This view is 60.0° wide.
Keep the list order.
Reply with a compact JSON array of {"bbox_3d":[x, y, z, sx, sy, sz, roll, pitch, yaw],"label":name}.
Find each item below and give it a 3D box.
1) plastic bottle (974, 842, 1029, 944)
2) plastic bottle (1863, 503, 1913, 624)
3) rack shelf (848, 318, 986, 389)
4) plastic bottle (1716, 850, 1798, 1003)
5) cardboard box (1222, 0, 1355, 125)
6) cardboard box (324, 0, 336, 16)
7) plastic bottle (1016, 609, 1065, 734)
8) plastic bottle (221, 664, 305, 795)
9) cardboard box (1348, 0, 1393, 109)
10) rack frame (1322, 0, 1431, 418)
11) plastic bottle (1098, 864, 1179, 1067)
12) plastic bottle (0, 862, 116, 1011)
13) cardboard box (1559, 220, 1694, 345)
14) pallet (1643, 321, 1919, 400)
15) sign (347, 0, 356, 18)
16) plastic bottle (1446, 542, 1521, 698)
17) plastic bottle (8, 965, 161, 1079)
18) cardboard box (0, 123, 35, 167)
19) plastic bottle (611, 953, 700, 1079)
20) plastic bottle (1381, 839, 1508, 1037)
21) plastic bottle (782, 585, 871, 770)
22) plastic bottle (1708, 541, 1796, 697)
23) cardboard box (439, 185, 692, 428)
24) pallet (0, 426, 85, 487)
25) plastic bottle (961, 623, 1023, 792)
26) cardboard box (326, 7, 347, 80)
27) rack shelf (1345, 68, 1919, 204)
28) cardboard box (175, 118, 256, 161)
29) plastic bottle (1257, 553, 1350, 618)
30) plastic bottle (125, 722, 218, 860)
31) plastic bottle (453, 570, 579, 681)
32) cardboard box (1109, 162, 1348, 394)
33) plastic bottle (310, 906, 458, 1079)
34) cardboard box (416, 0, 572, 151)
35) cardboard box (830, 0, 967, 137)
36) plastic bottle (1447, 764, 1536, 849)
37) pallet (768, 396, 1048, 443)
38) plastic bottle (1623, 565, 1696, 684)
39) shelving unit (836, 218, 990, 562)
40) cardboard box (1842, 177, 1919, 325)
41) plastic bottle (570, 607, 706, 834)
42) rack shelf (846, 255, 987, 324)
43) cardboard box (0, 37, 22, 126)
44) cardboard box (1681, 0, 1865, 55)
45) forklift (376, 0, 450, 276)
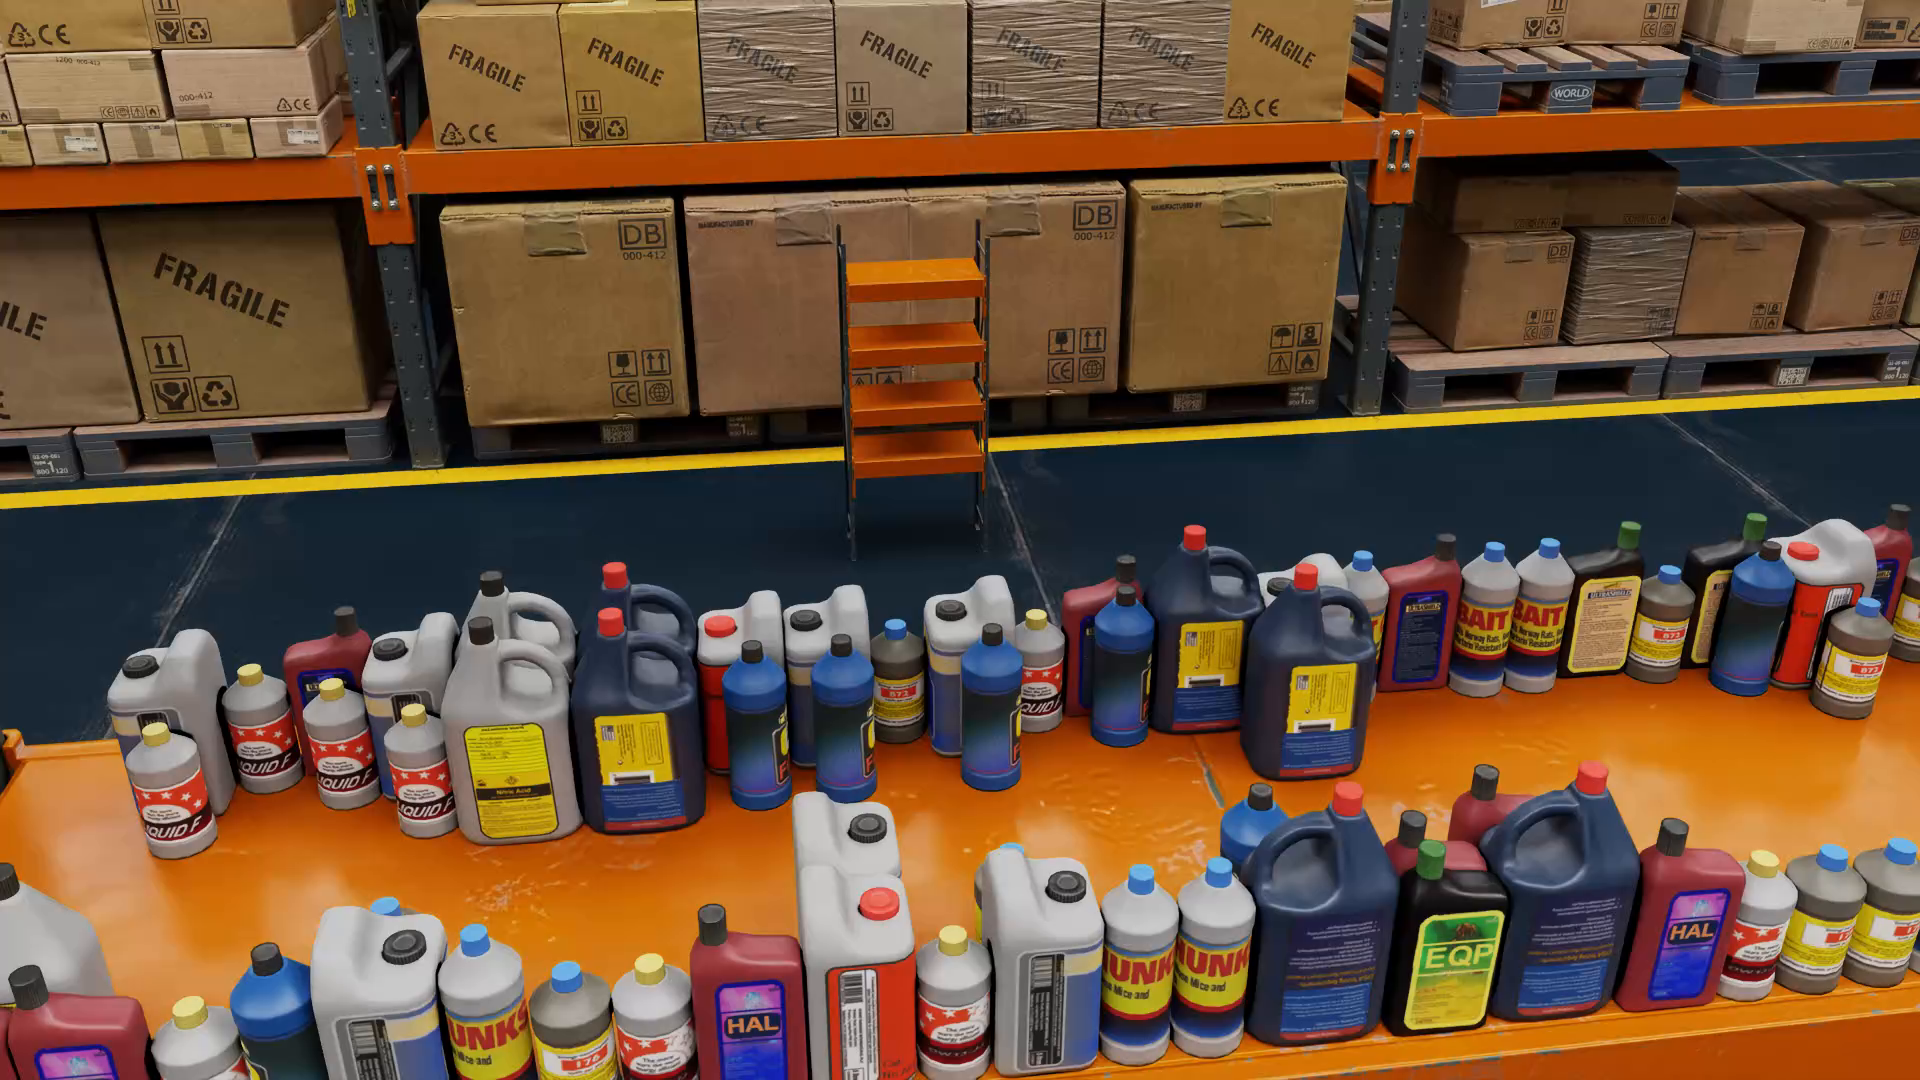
[{"bbox_3d":[0.067,0.495,2.217,0.097,0.201,0.097,0,27,0],"label":"plastic bottle"},{"bbox_3d":[1.600,0.072,2.952,0.133,0.283,0.061,-4,27,-7],"label":"plastic bottle"},{"bbox_3d":[-0.164,-0.662,5.884,0.480,0.148,0.258,-4,27,-7],"label":"rack shelf"},{"bbox_3d":[1.044,0.502,2.203,0.097,0.201,0.097,0,27,0],"label":"plastic bottle"},{"bbox_3d":[1.261,-2.002,6.756,0.500,0.500,0.500,-3,27,-6],"label":"cardboard box"},{"bbox_3d":[-2.755,-2.331,6.524,0.500,0.500,0.500,-4,27,-7],"label":"cardboard box"},{"bbox_3d":[0.125,0.211,2.770,0.097,0.201,0.097,0,27,0],"label":"plastic bottle"},{"bbox_3d":[-1.099,0.290,2.617,0.097,0.201,0.097,0,27,0],"label":"plastic bottle"},{"bbox_3d":[2.605,-3.591,11.966,0.750,0.750,1.050,-3,27,-6],"label":"cardboard box"},{"bbox_3d":[1.716,-2.101,7.059,0.127,3.000,1.000,-4,27,-7],"label":"rack frame"},{"bbox_3d":[0.221,0.524,2.084,0.097,0.271,0.097,0,27,0],"label":"plastic bottle"},{"bbox_3d":[-1.122,0.536,1.973,0.185,0.351,0.144,-4,27,-7],"label":"plastic bottle"},{"bbox_3d":[2.924,-1.277,7.710,0.500,0.500,0.700,-6,28,-11],"label":"cardboard box"},{"bbox_3d":[3.695,-0.985,7.939,1.213,0.211,1.003,-4,27,-7],"label":"pallet"},{"bbox_3d":[-2.167,-2.016,5.858,0.005,0.325,0.100,-4,27,-7],"label":"sign"},{"bbox_3d":[0.898,0.131,2.851,0.097,0.271,0.097,0,27,0],"label":"plastic bottle"},{"bbox_3d":[-1.001,0.606,1.912,0.133,0.283,0.061,-4,27,-7],"label":"plastic bottle"},{"bbox_3d":[-3.521,-1.502,6.166,0.250,0.149,0.380,-3,27,-6],"label":"cardboard box"},{"bbox_3d":[-0.370,0.593,2.026,0.097,0.201,0.097,0,27,0],"label":"plastic bottle"},{"bbox_3d":[0.618,0.502,2.114,0.133,0.283,0.061,-4,27,-7],"label":"plastic bottle"},{"bbox_3d":[-0.216,0.213,2.686,0.135,0.276,0.152,-4,27,-7],"label":"plastic bottle"},{"bbox_3d":[1.364,0.129,2.854,0.097,0.271,0.097,0,27,0],"label":"plastic bottle"},{"bbox_3d":[-1.614,-1.138,7.049,0.875,0.875,1.225,-4,27,-7],"label":"cardboard box"},{"bbox_3d":[-4.220,-0.514,7.020,1.213,0.211,1.003,-4,27,-7],"label":"pallet"},{"bbox_3d":[0.050,0.255,2.608,0.097,0.271,0.097,0,27,0],"label":"plastic bottle"},{"bbox_3d":[-2.747,-2.001,6.702,0.500,0.250,0.500,-4,27,-8],"label":"cardboard box"},{"bbox_3d":[3.696,-1.908,7.471,4.000,0.370,1.077,-4,27,-7],"label":"rack shelf"},{"bbox_3d":[-2.757,-1.551,6.262,0.250,0.149,0.380,-3,27,-6],"label":"cardboard box"},{"bbox_3d":[0.559,0.163,2.783,0.135,0.276,0.152,-4,27,-7],"label":"plastic bottle"},{"bbox_3d":[-1.174,0.365,2.471,0.097,0.201,0.097,0,27,0],"label":"plastic bottle"},{"bbox_3d":[-0.691,0.208,2.613,0.185,0.351,0.144,-4,27,-7],"label":"plastic bottle"},{"bbox_3d":[1.029,-1.308,7.381,0.875,0.875,1.225,-5,28,-10],"label":"cardboard box"},{"bbox_3d":[-0.682,0.567,1.995,0.135,0.276,0.152,-4,27,-7],"label":"plastic bottle"},{"bbox_3d":[-1.755,-1.807,6.377,0.500,0.500,0.500,-4,27,-7],"label":"cardboard box"},{"bbox_3d":[-0.251,-1.906,6.570,0.500,0.500,0.500,-3,27,-6],"label":"cardboard box"},{"bbox_3d":[0.730,0.428,2.258,0.133,0.283,0.061,-4,27,-7],"label":"plastic bottle"},{"bbox_3d":[-0.281,-0.768,7.516,1.213,0.211,1.003,-4,27,-7],"label":"pallet"},{"bbox_3d":[1.223,0.141,2.907,0.097,0.201,0.097,0,27,0],"label":"plastic bottle"},{"bbox_3d":[-0.164,-0.523,5.956,0.503,1.200,0.258,-4,27,-7],"label":"shelving unit"},{"bbox_3d":[4.591,-1.388,7.925,0.500,0.500,0.700,-4,27,-7],"label":"cardboard box"},{"bbox_3d":[-0.488,0.262,2.509,0.185,0.351,0.144,-4,27,-7],"label":"plastic bottle"},{"bbox_3d":[-0.164,-0.873,5.776,0.480,0.148,0.258,-4,27,-7],"label":"rack shelf"},{"bbox_3d":[-3.664,-1.699,6.114,0.500,0.250,0.500,-3,27,-6],"label":"cardboard box"},{"bbox_3d":[3.407,-2.224,7.002,0.500,0.250,0.500,-4,27,-9],"label":"cardboard box"},{"bbox_3d":[-2.542,-2.961,8.810,3.031,2.935,1.130,-9,29,-17],"label":"forklift"}]
